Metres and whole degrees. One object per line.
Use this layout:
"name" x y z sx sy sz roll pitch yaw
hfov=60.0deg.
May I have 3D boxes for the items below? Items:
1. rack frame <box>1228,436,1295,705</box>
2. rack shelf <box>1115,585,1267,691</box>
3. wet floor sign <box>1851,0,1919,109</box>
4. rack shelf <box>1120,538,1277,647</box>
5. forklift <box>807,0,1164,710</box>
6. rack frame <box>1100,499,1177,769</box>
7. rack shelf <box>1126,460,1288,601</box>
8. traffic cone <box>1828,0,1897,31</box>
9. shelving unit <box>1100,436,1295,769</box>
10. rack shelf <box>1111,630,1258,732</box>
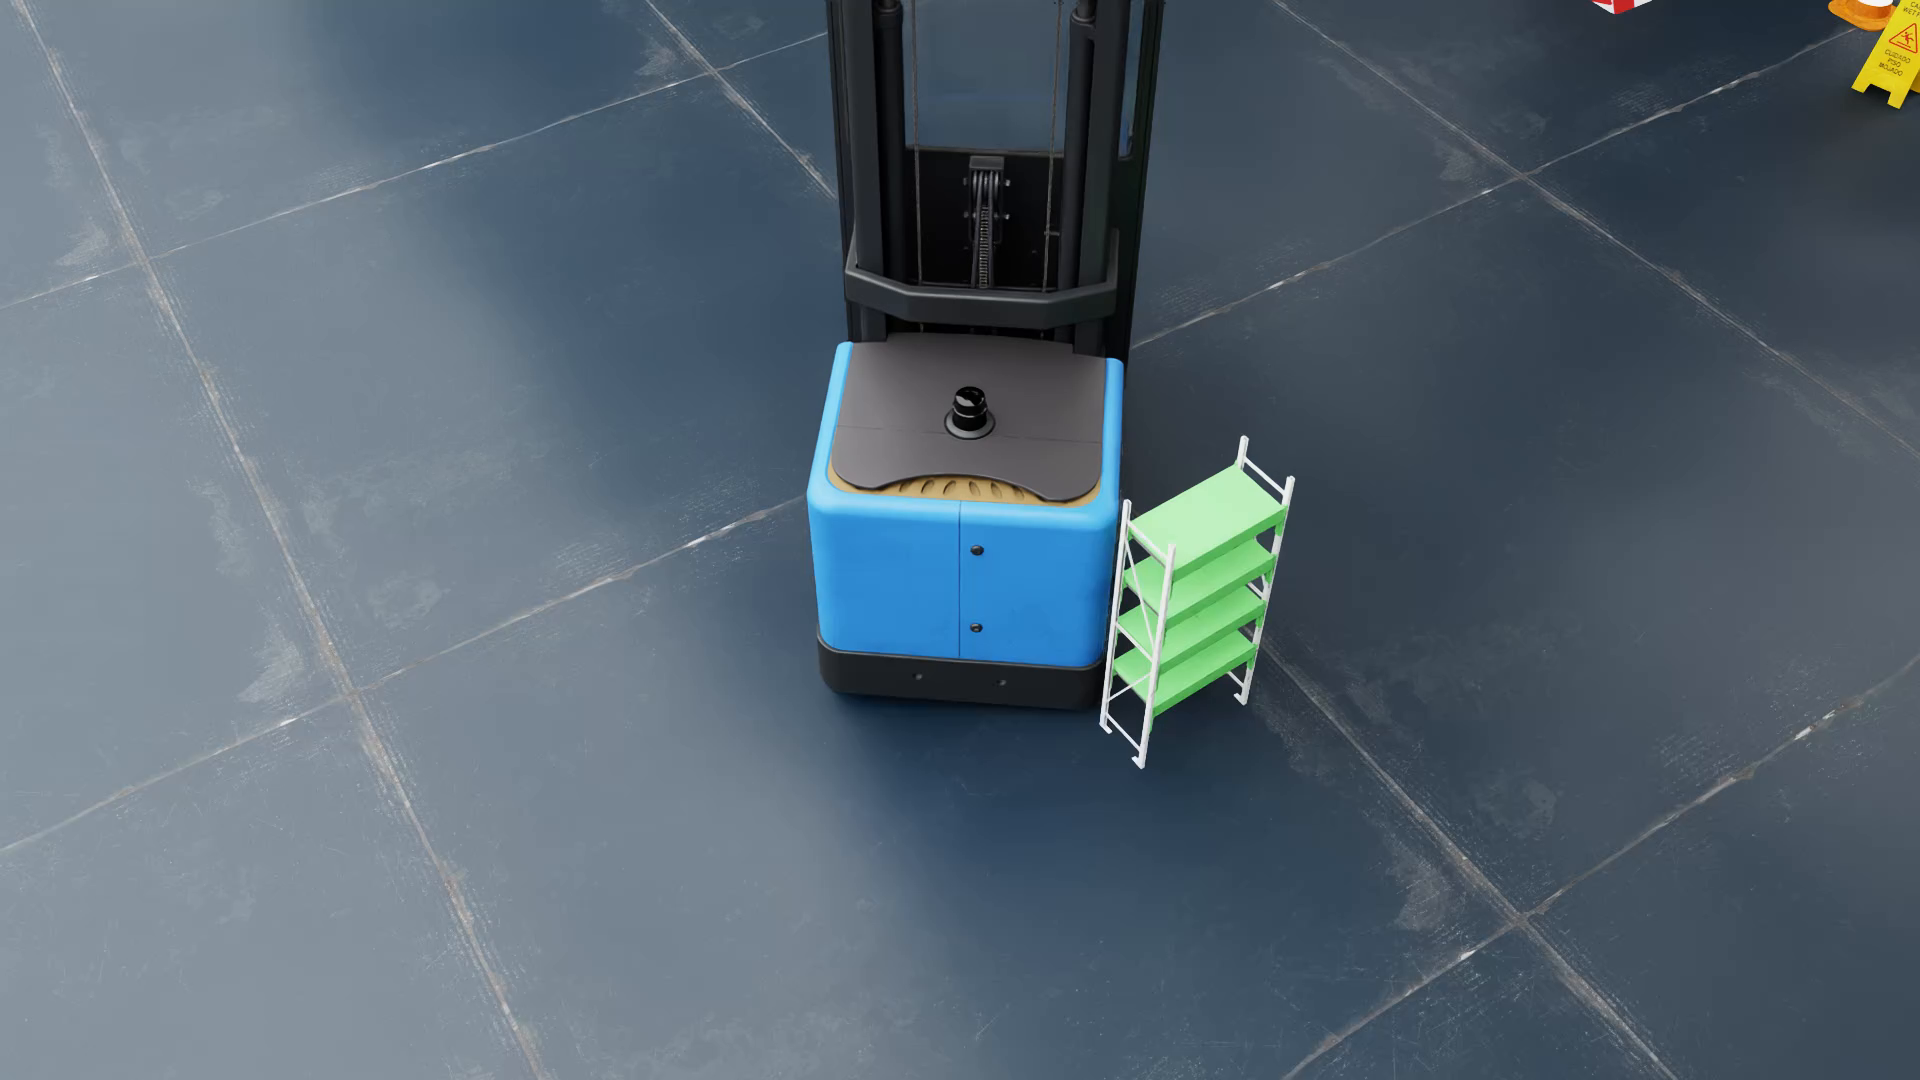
"rack frame" 0.985 0.136 5.770 0.015 1.200 0.240 -28 54 -23
"rack shelf" 0.786 0.284 5.724 0.480 0.148 0.258 -28 54 -23
"wet floor sign" 4.910 -2.600 8.578 0.232 0.644 0.267 -34 57 -27
"rack shelf" 0.786 0.124 5.545 0.480 0.148 0.258 -28 54 -23
"forklift" 0.133 -1.463 6.036 1.130 2.935 3.031 4 48 3
"rack frame" 0.587 0.347 5.583 0.015 1.200 0.240 -28 54 -23
"rack shelf" 0.786 -0.035 5.366 0.480 0.148 0.258 -28 54 -23
"traffic cone" 5.085 -3.116 9.160 0.334 0.463 0.336 -25 53 -21
"shelving unit" 0.786 0.242 5.677 0.503 1.200 0.258 -28 54 -23
"rack shelf" 0.786 0.444 5.904 0.480 0.148 0.258 -28 54 -23
